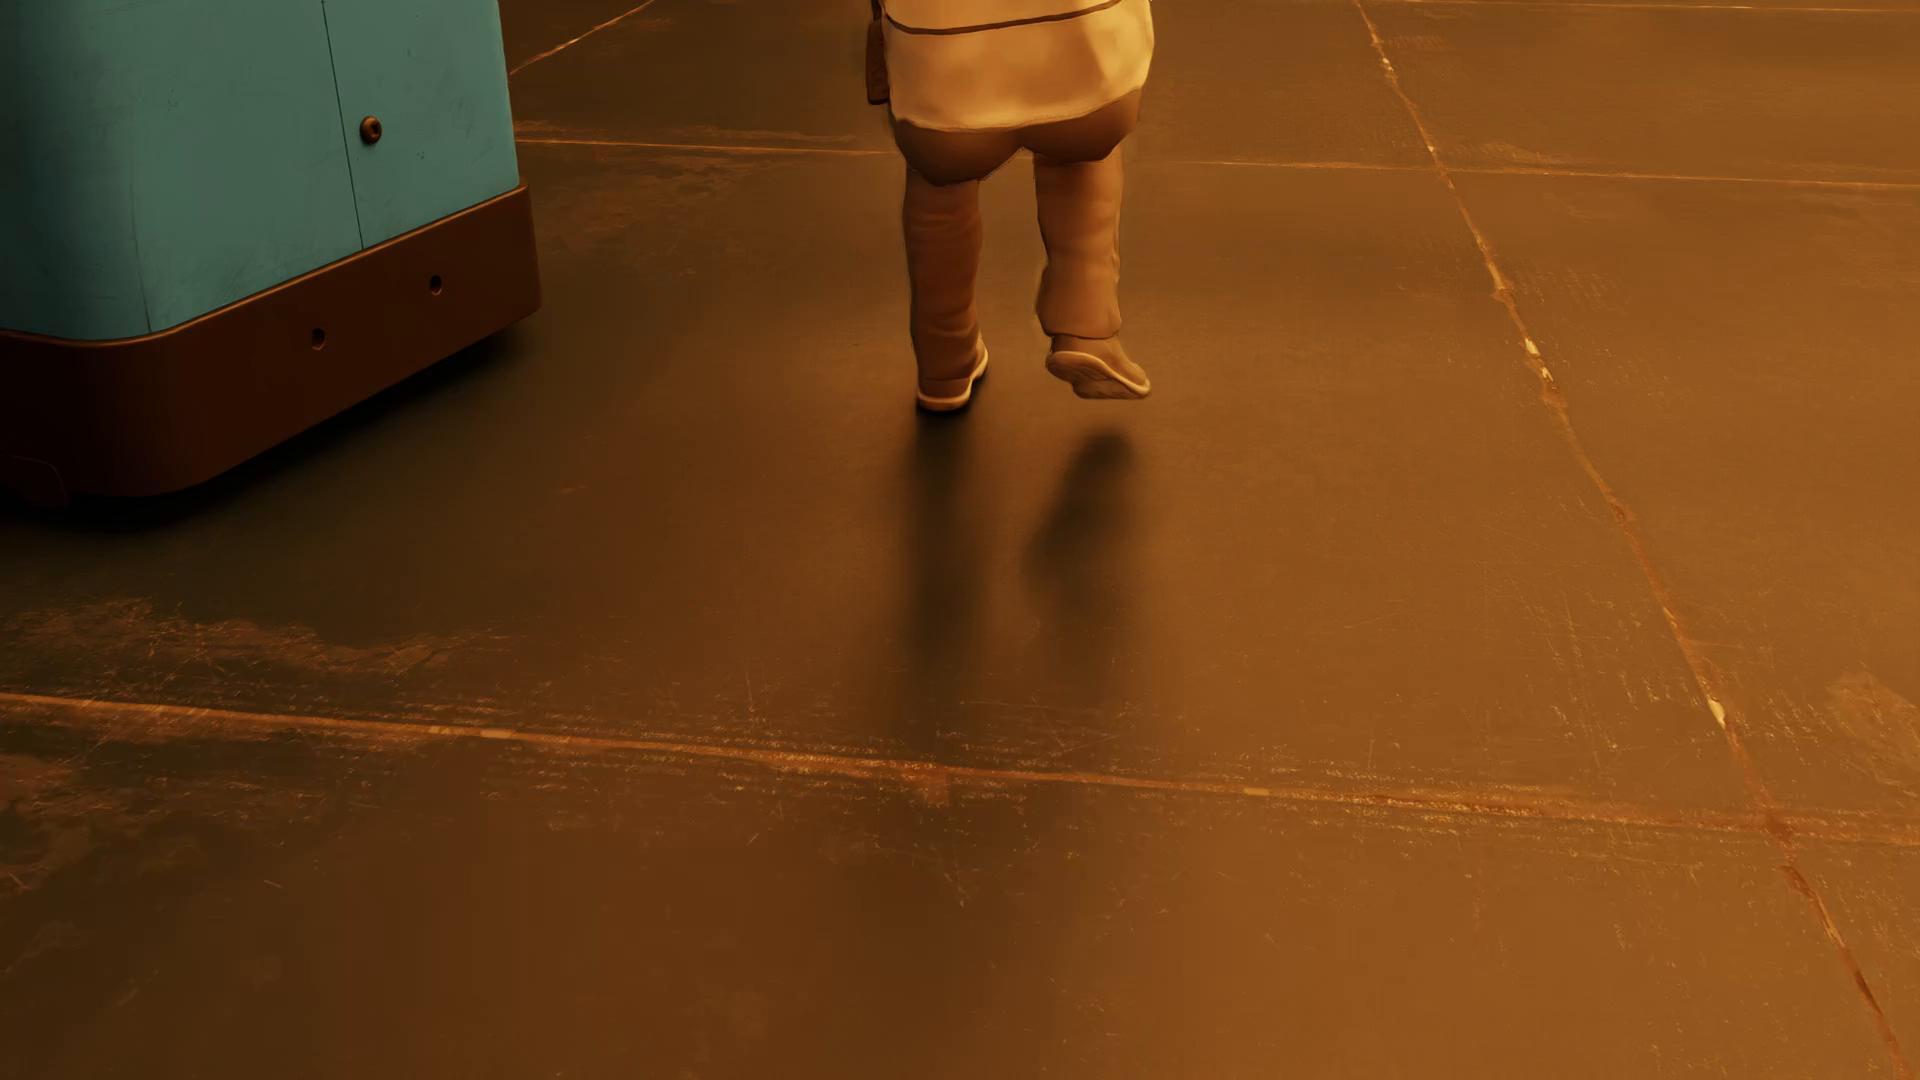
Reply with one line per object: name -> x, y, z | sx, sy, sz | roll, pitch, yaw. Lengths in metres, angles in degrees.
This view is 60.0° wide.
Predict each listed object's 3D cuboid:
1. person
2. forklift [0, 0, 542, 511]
person -> 0.078, -0.826, 2.508 | 0.987, 1.458, 0.826 | -2, 27, -4
forklift -> -2.388, -1.762, 2.748 | 3.031, 2.935, 1.130 | 10, 28, 19
